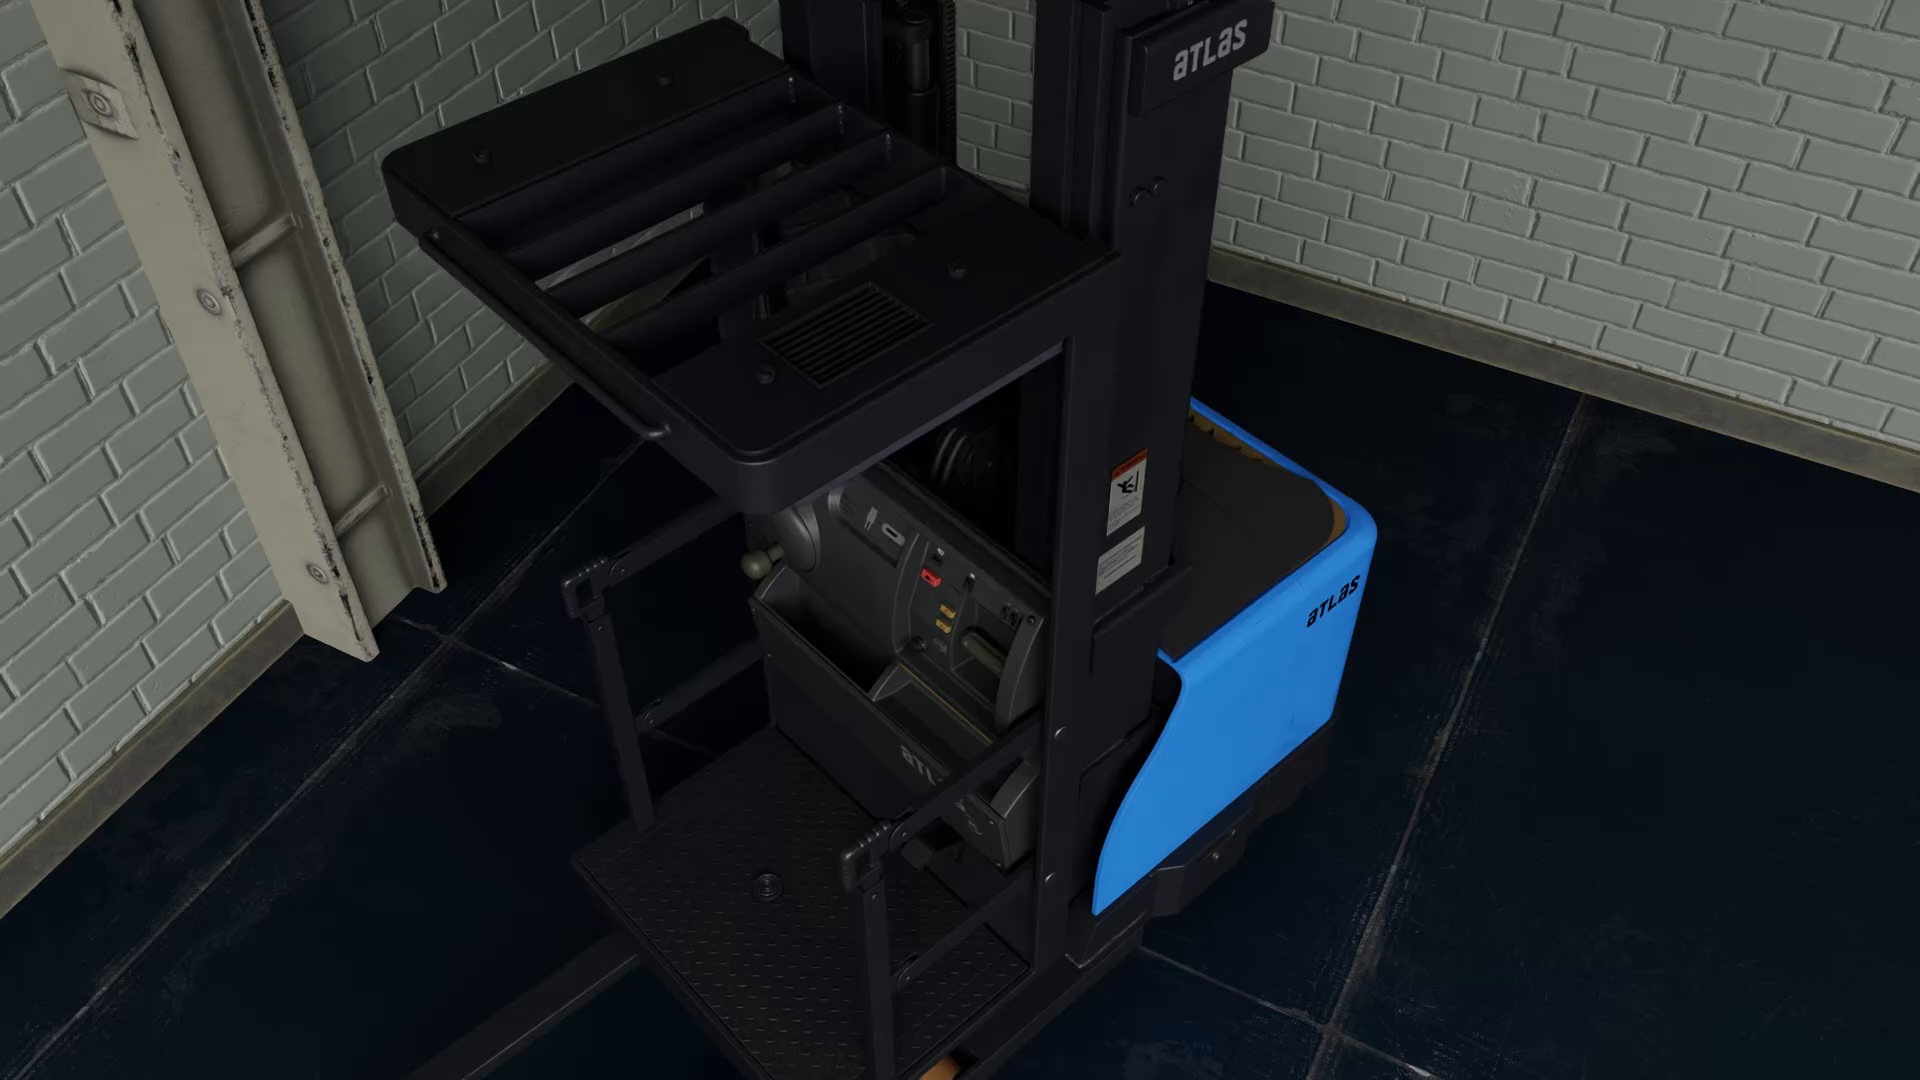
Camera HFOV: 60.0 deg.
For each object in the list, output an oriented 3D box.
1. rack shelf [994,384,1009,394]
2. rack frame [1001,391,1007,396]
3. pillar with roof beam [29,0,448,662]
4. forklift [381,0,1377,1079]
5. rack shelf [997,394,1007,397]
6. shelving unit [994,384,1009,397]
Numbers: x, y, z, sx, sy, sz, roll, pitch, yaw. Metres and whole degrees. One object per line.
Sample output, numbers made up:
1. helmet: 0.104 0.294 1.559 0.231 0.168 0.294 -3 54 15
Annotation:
1. rack shelf: -0.004 -0.478 5.257 0.258 0.077 0.200 20 49 19
2. rack frame: 0.043 -0.375 5.488 0.240 0.900 0.006 20 49 19
3. pillar with roof beam: 1.863 -1.522 0.927 9.100 9.000 0.400 20 49 19
4. forklift: -0.325 0.121 3.570 3.031 2.935 1.130 -33 54 -28
5. rack shelf: -0.004 -0.414 5.321 0.258 0.077 0.200 20 49 19
6. shelving unit: -0.004 -0.311 5.425 0.258 0.900 0.210 20 49 19
